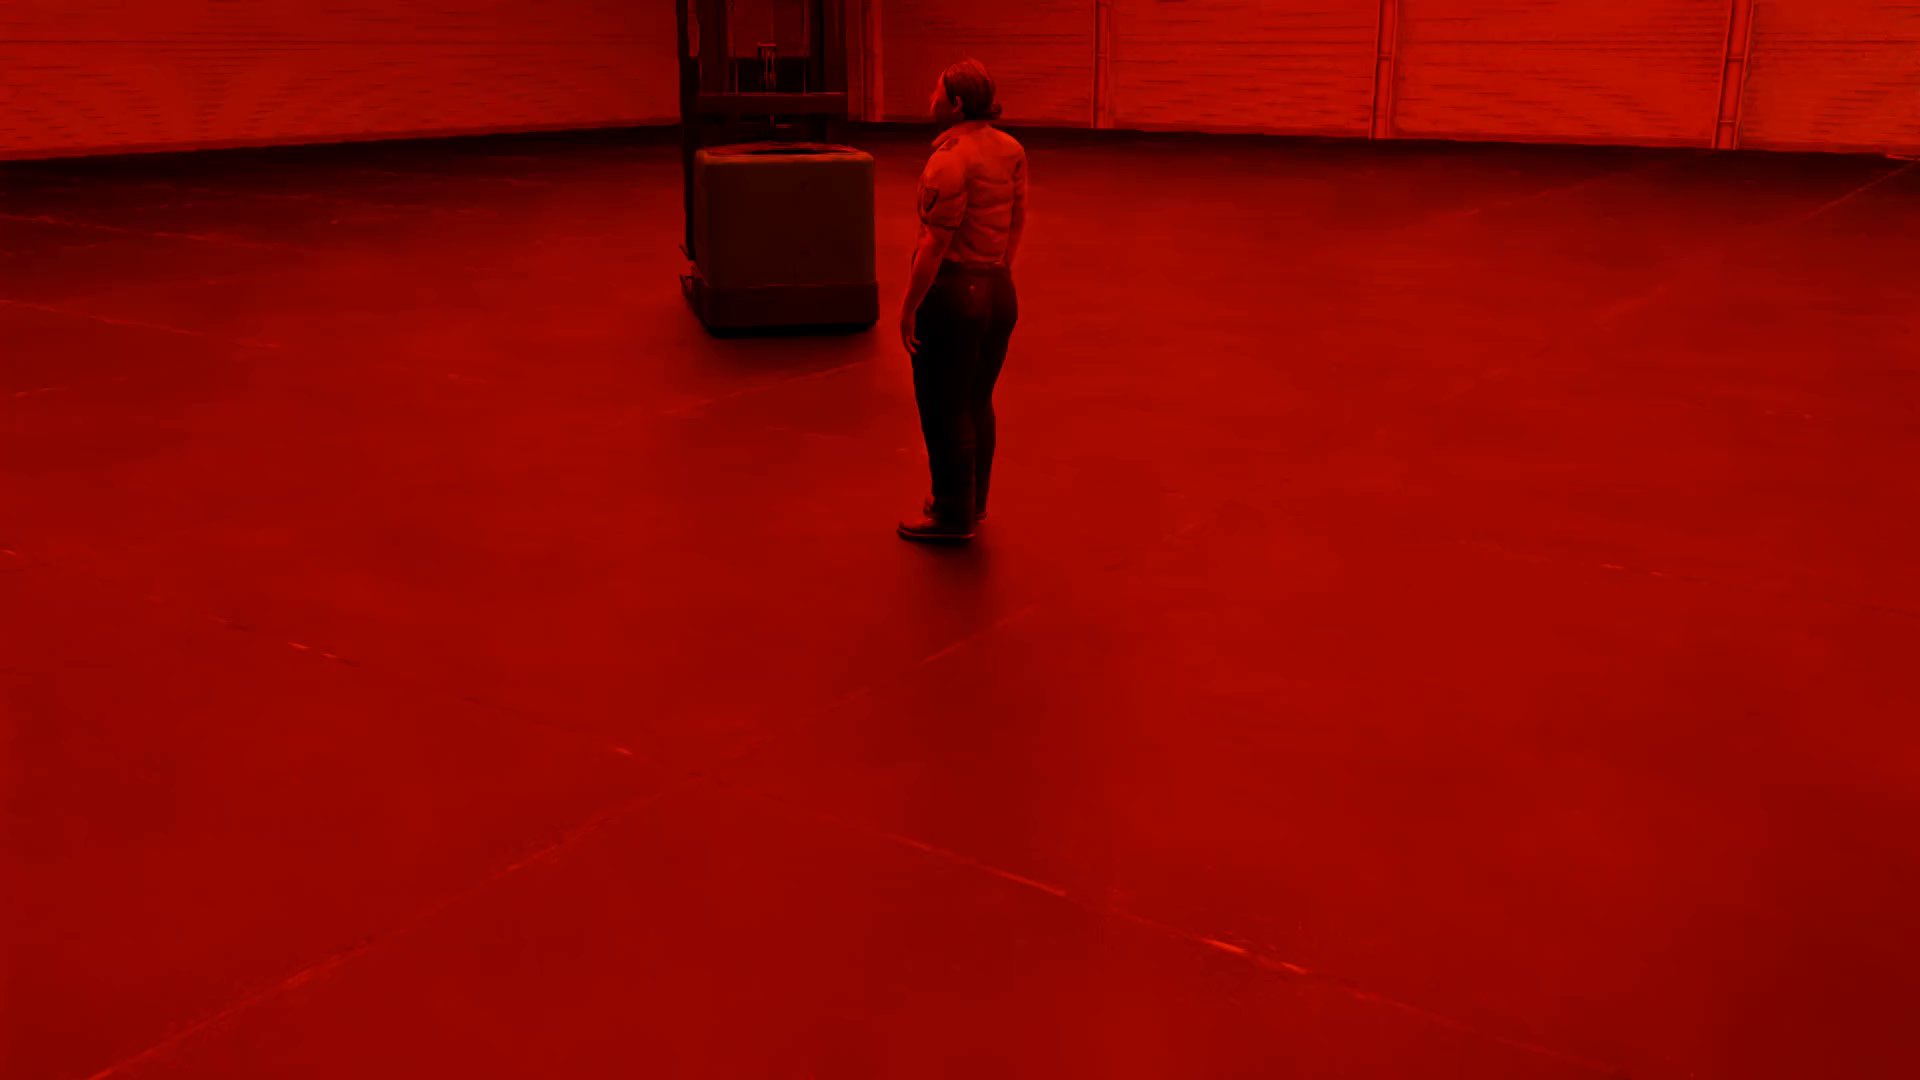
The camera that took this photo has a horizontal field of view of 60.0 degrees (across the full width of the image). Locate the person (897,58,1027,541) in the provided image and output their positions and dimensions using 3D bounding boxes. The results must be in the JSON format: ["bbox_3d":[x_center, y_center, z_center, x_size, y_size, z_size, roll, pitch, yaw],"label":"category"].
[{"bbox_3d":[-0.062,-0.811,5.779,0.501,1.640,0.599,11,20,33],"label":"person"}]

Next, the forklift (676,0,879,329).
[{"bbox_3d":[-1.337,-3.062,11.074,1.130,2.935,3.031,-4,17,-13],"label":"forklift"}]
